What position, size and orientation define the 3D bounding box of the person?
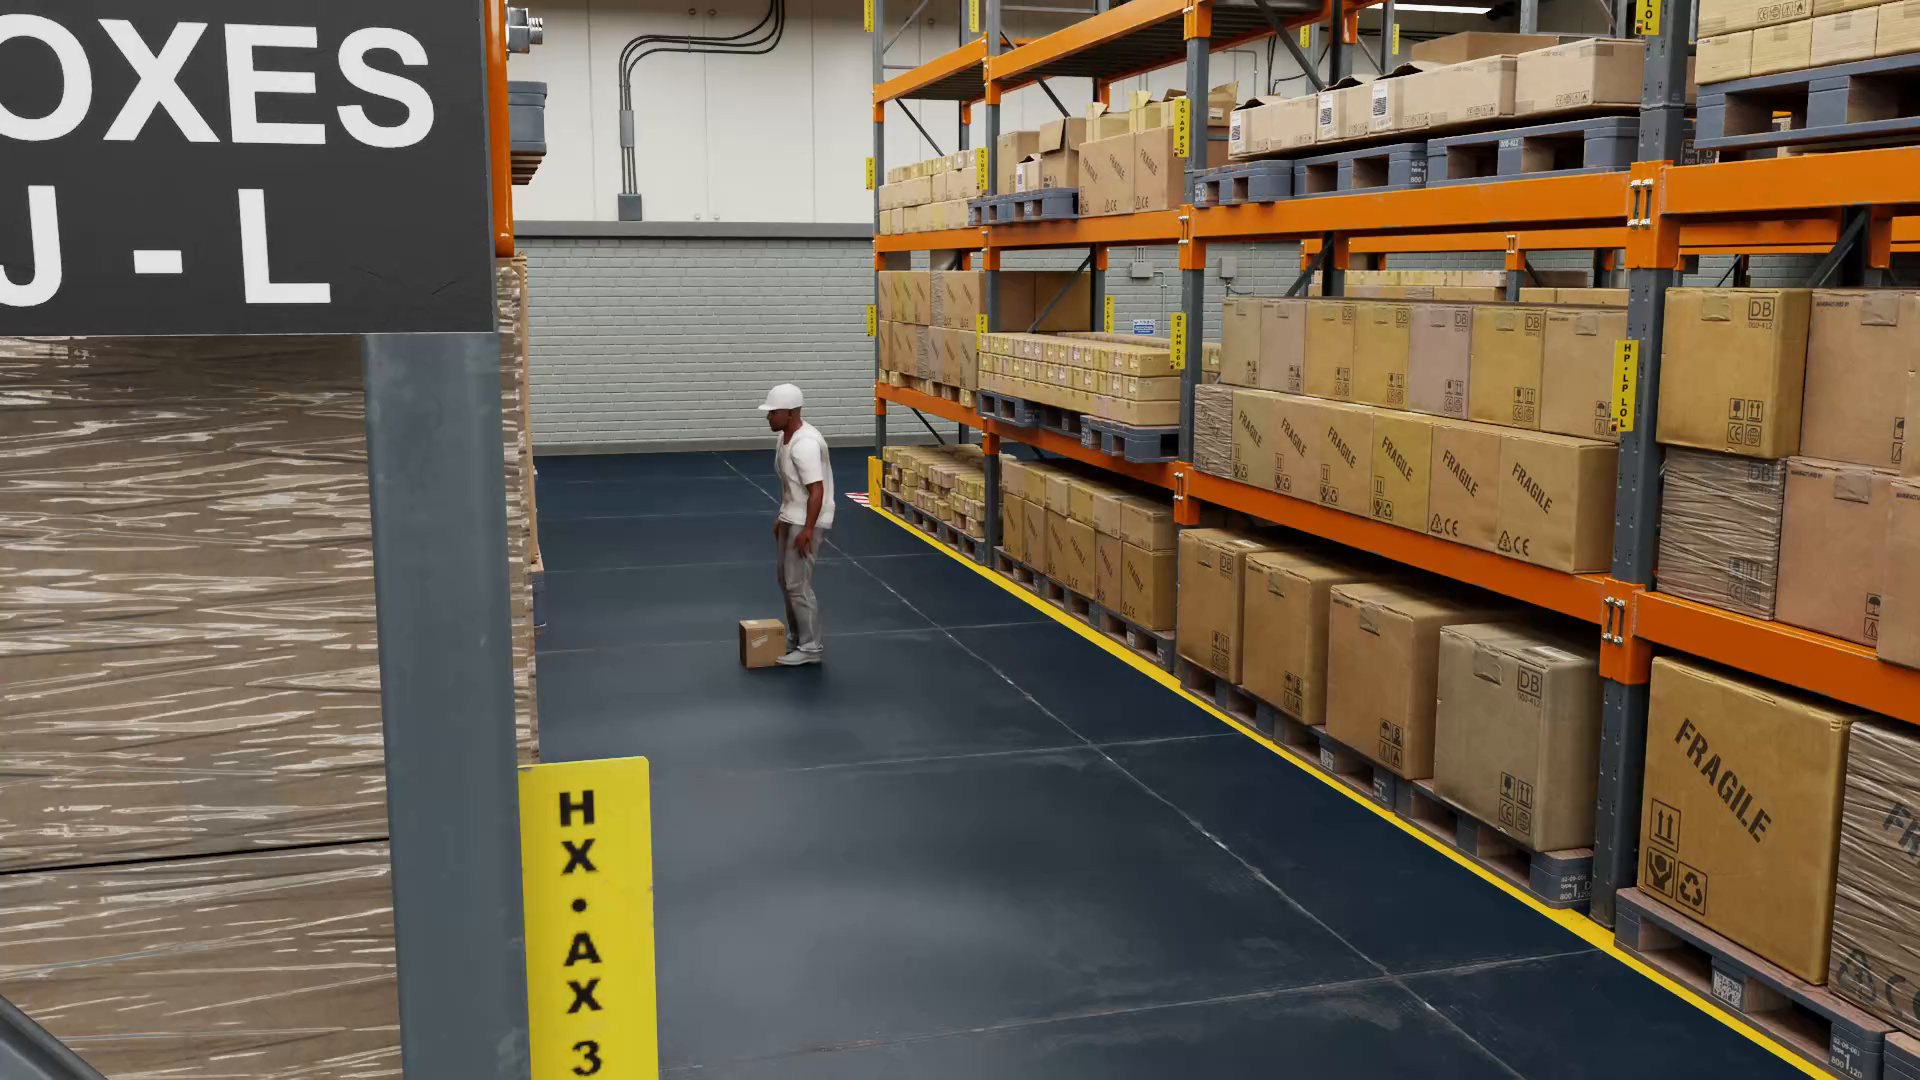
[{"bbox_3d":[-1.032,-0.102,10.452,0.462,1.759,0.633,-3,10,-20],"label":"person"}]
